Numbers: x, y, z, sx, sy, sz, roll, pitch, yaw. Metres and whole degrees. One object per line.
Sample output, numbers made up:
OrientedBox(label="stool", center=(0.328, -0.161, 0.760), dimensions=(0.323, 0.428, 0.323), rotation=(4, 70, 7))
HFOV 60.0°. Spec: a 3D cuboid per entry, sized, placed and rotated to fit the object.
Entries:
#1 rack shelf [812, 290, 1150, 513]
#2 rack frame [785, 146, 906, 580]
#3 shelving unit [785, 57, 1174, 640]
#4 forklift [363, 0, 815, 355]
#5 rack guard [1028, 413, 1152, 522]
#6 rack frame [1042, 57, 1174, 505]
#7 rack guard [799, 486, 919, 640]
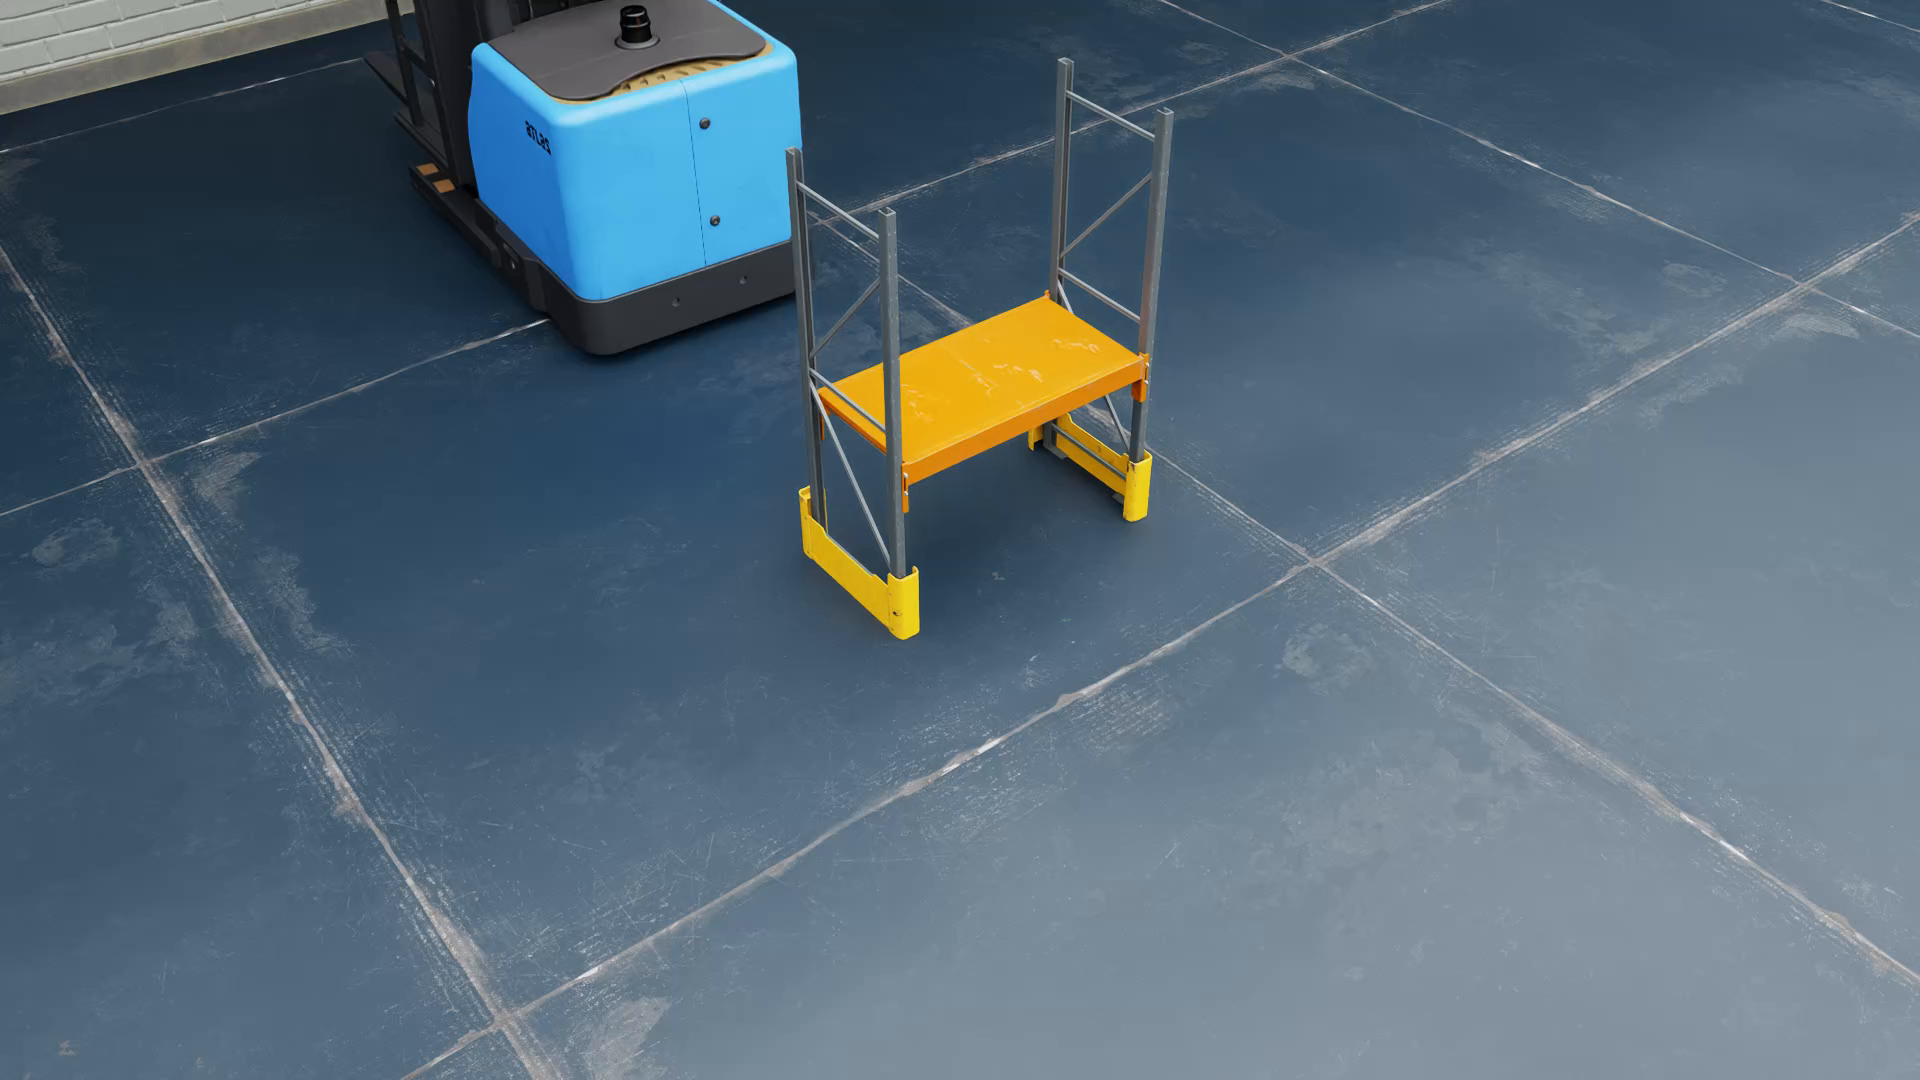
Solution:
OrientedBox(label="rack shelf", center=(0.068, -0.474, 5.429), dimensions=(1.000, 0.185, 0.538), rotation=(-26, 46, -28))
OrientedBox(label="rack frame", center=(-0.335, -0.416, 5.075), dimensions=(0.032, 1.500, 0.500), rotation=(-26, 46, -28))
OrientedBox(label="shelving unit", center=(0.060, -0.609, 5.310), dimensions=(1.083, 1.500, 0.587), rotation=(-26, 46, -28))
OrientedBox(label="forklift", center=(-1.867, -2.753, 6.795), dimensions=(1.130, 2.935, 3.031), rotation=(-24, 45, -26))
OrientedBox(label="rack guard", center=(0.455, -0.319, 5.941), dimensions=(0.087, 0.250, 0.587), rotation=(-26, 46, -28))
OrientedBox(label="rack frame", center=(0.471, -0.809, 5.554), dimensions=(0.032, 1.500, 0.500), rotation=(-26, 46, -28))
OrientedBox(label="rack guard", center=(-0.334, 0.066, 5.472), dimensions=(0.087, 0.250, 0.587), rotation=(-26, 46, -28))
